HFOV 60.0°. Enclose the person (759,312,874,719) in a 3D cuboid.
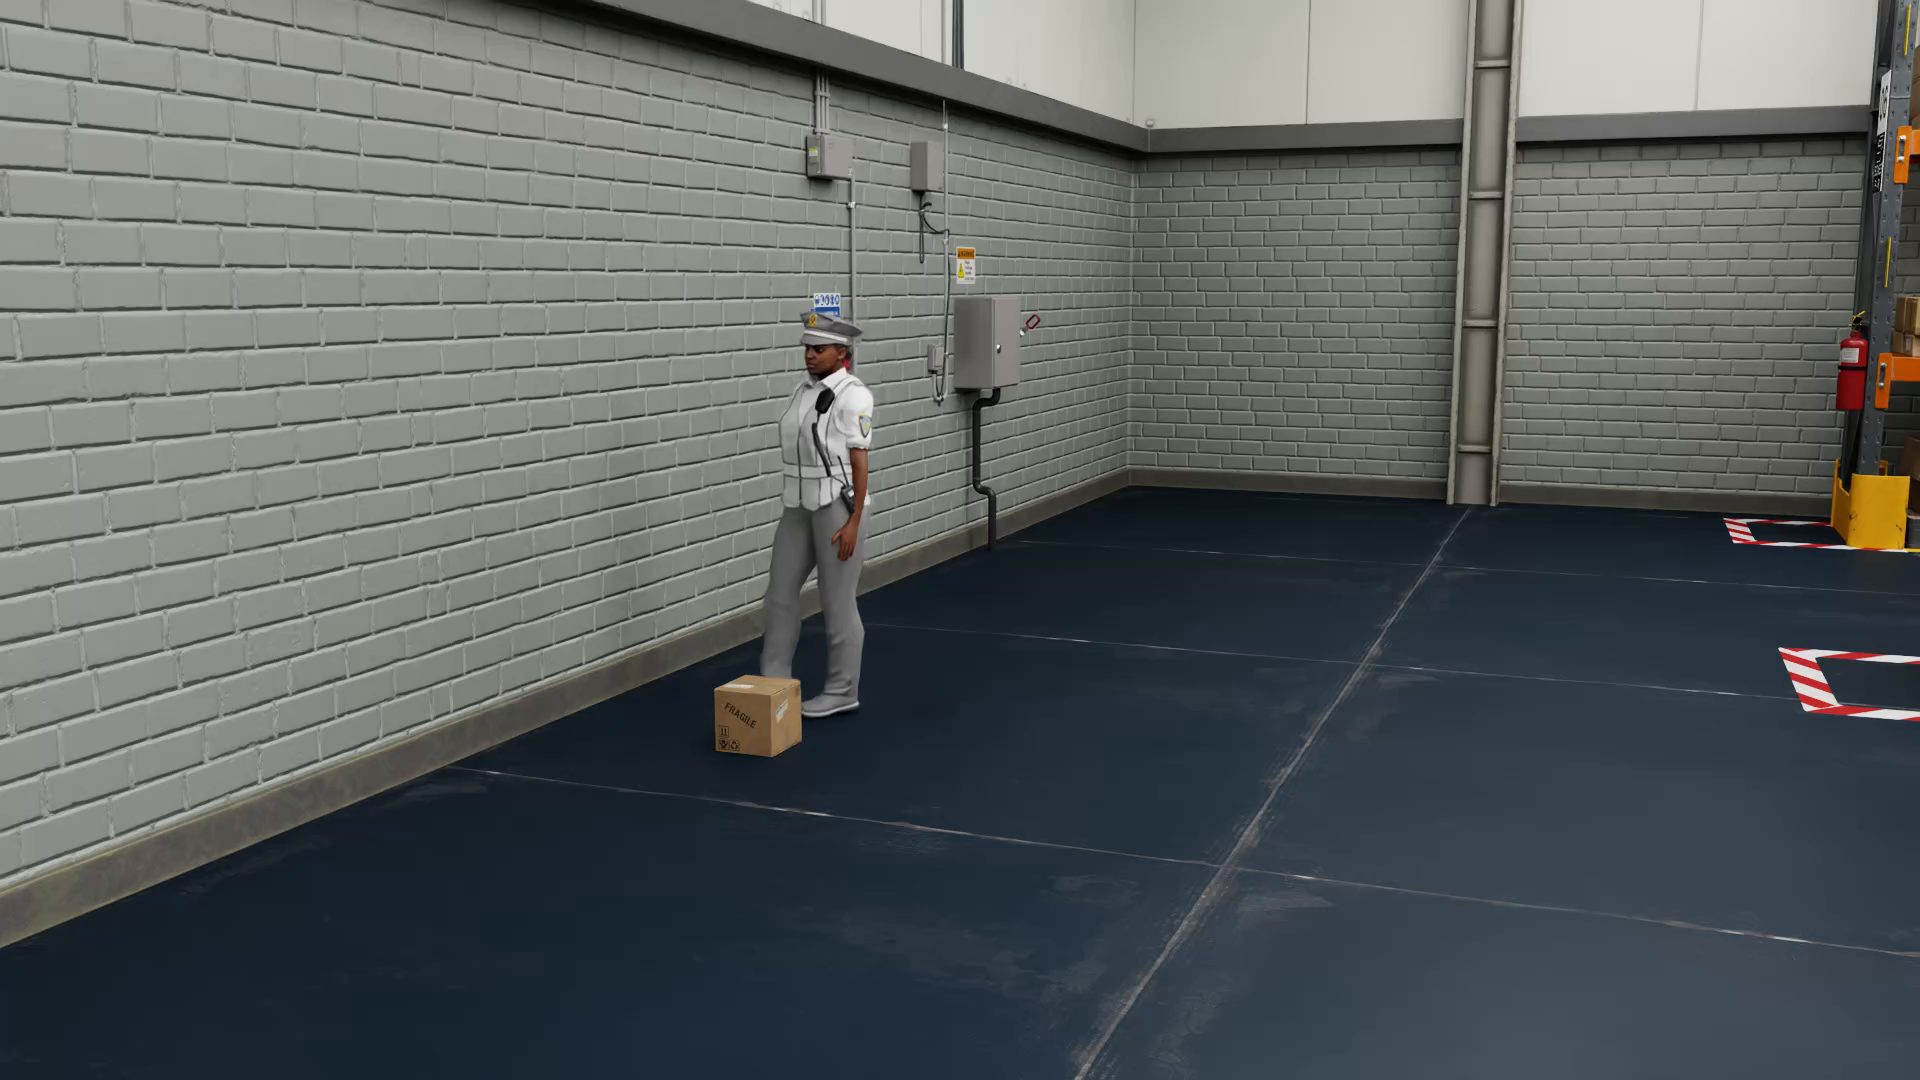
[{"bbox_3d":[-0.650,-0.089,6.846,0.512,1.689,0.526,8,12,42],"label":"person"}]
